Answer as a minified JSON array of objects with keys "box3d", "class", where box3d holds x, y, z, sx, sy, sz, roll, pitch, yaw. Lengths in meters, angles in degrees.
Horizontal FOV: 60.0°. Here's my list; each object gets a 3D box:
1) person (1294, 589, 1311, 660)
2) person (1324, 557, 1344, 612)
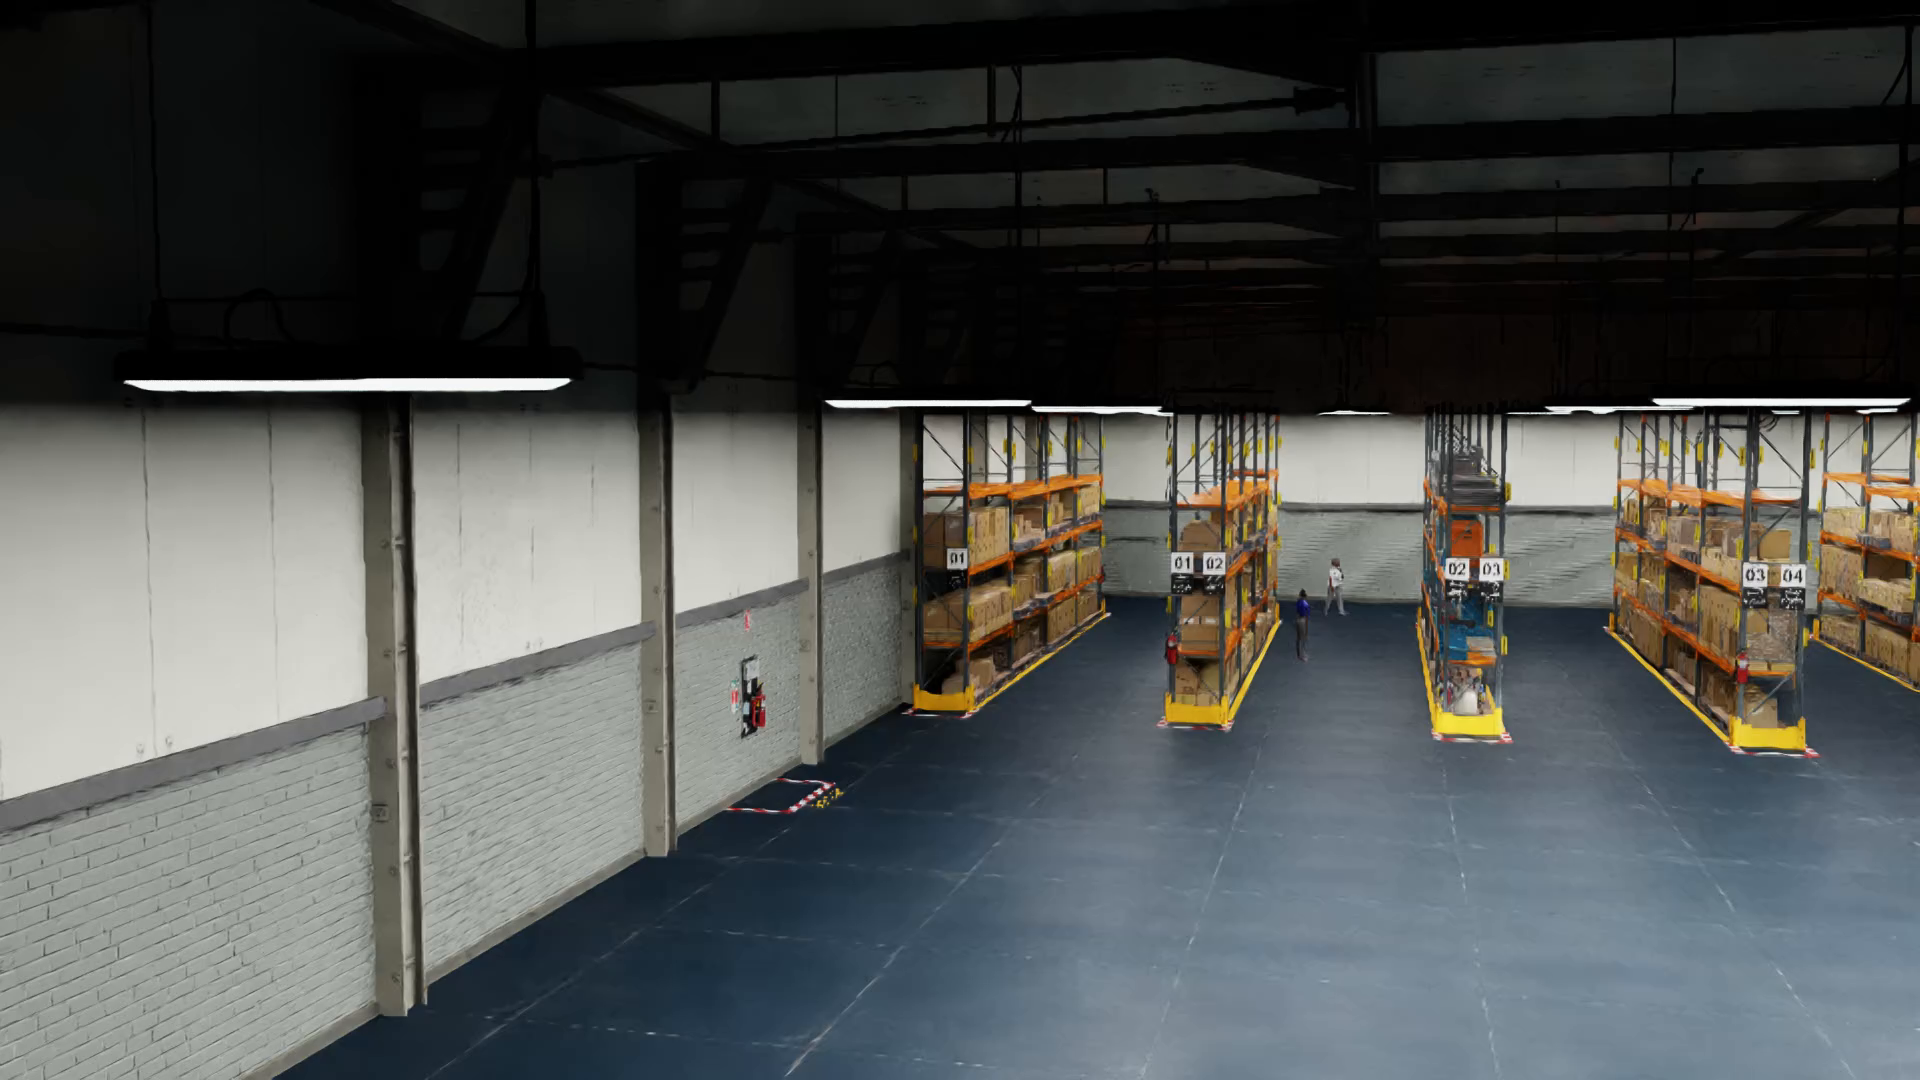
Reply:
[{"box3d":[8.107,1.982,39.259,0.415,1.661,0.499,-1,4,-16],"class":"person"},{"box3d":[10.839,1.287,48.183,0.532,1.603,0.455,-3,5,-39],"class":"person"}]
